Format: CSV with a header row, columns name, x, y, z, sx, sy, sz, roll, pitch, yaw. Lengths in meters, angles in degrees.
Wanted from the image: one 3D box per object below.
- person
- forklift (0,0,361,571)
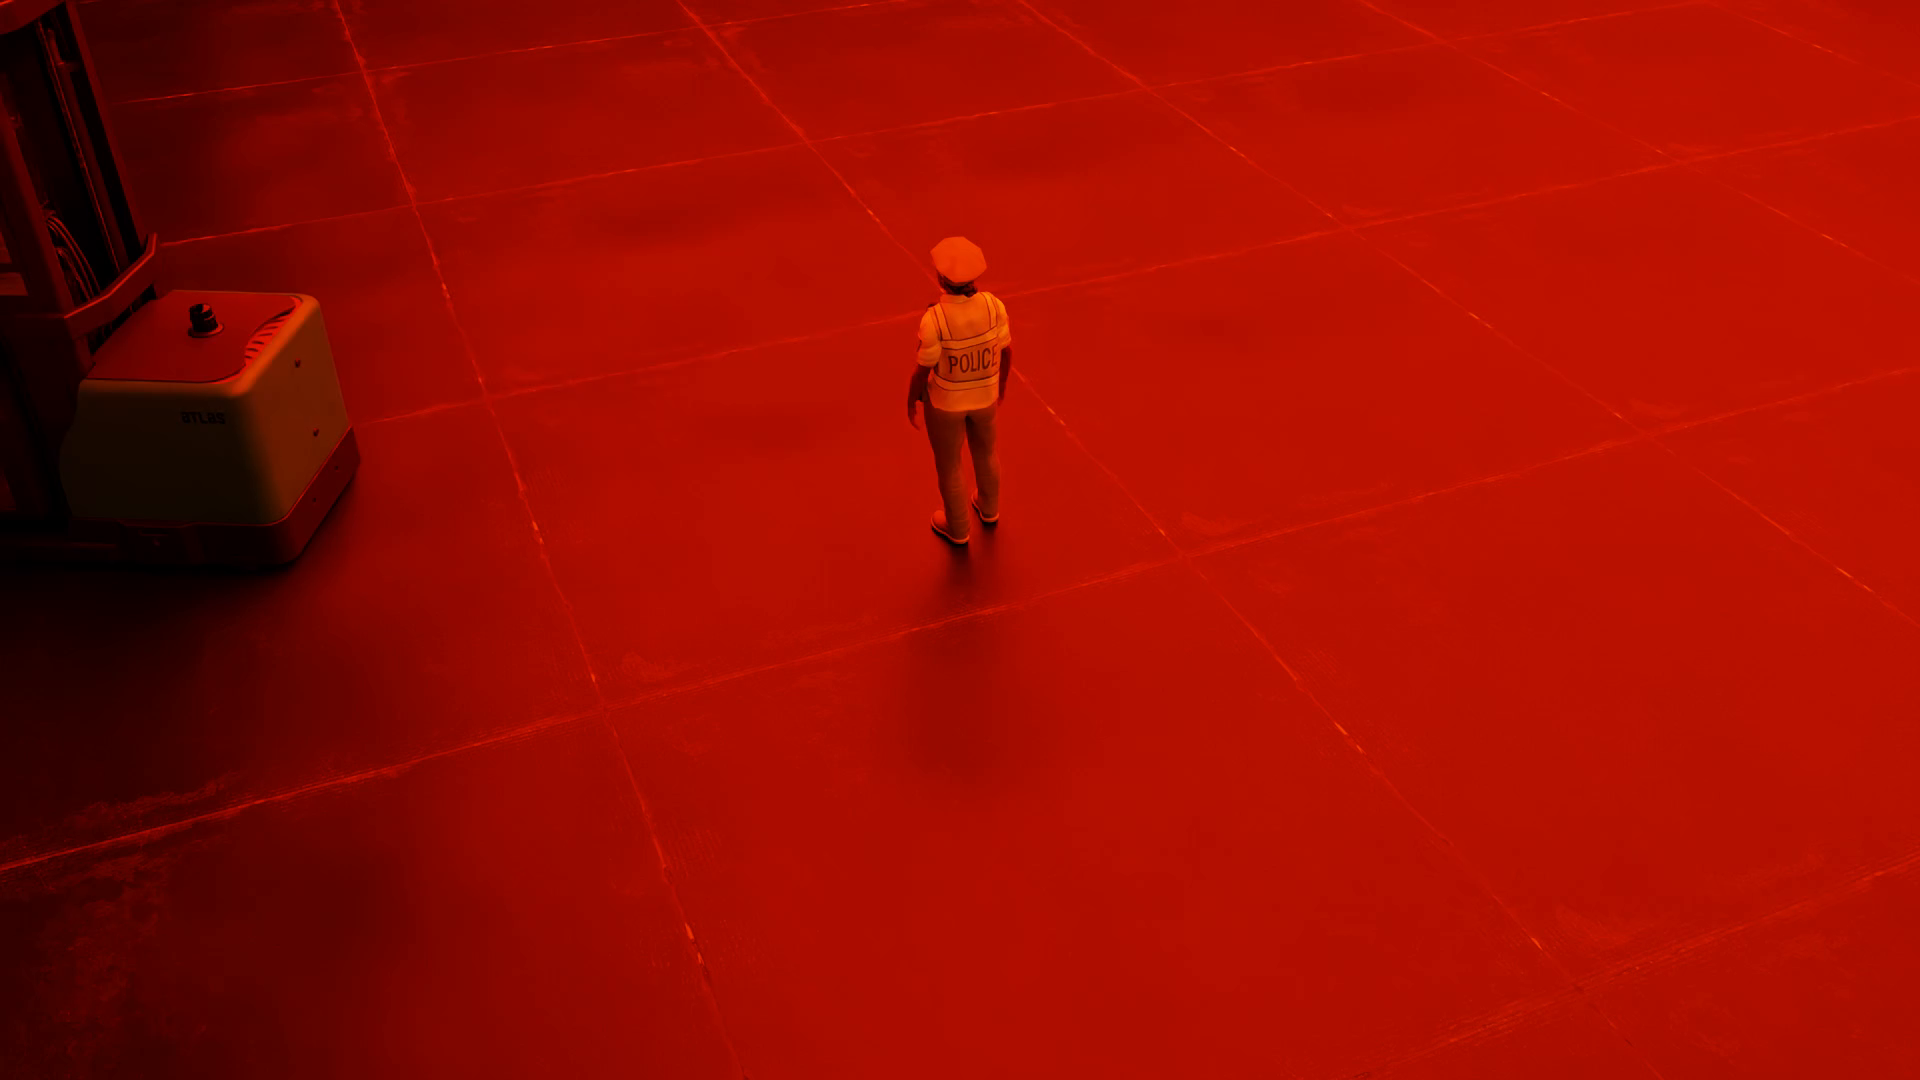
name,x,y,z,sx,sy,sz,roll,pitch,yaw
person,-0.011,-0.741,8.195,0.569,1.695,0.528,-14,38,-19
forklift,-4.818,-1.370,8.025,3.031,2.935,1.130,2,35,3
